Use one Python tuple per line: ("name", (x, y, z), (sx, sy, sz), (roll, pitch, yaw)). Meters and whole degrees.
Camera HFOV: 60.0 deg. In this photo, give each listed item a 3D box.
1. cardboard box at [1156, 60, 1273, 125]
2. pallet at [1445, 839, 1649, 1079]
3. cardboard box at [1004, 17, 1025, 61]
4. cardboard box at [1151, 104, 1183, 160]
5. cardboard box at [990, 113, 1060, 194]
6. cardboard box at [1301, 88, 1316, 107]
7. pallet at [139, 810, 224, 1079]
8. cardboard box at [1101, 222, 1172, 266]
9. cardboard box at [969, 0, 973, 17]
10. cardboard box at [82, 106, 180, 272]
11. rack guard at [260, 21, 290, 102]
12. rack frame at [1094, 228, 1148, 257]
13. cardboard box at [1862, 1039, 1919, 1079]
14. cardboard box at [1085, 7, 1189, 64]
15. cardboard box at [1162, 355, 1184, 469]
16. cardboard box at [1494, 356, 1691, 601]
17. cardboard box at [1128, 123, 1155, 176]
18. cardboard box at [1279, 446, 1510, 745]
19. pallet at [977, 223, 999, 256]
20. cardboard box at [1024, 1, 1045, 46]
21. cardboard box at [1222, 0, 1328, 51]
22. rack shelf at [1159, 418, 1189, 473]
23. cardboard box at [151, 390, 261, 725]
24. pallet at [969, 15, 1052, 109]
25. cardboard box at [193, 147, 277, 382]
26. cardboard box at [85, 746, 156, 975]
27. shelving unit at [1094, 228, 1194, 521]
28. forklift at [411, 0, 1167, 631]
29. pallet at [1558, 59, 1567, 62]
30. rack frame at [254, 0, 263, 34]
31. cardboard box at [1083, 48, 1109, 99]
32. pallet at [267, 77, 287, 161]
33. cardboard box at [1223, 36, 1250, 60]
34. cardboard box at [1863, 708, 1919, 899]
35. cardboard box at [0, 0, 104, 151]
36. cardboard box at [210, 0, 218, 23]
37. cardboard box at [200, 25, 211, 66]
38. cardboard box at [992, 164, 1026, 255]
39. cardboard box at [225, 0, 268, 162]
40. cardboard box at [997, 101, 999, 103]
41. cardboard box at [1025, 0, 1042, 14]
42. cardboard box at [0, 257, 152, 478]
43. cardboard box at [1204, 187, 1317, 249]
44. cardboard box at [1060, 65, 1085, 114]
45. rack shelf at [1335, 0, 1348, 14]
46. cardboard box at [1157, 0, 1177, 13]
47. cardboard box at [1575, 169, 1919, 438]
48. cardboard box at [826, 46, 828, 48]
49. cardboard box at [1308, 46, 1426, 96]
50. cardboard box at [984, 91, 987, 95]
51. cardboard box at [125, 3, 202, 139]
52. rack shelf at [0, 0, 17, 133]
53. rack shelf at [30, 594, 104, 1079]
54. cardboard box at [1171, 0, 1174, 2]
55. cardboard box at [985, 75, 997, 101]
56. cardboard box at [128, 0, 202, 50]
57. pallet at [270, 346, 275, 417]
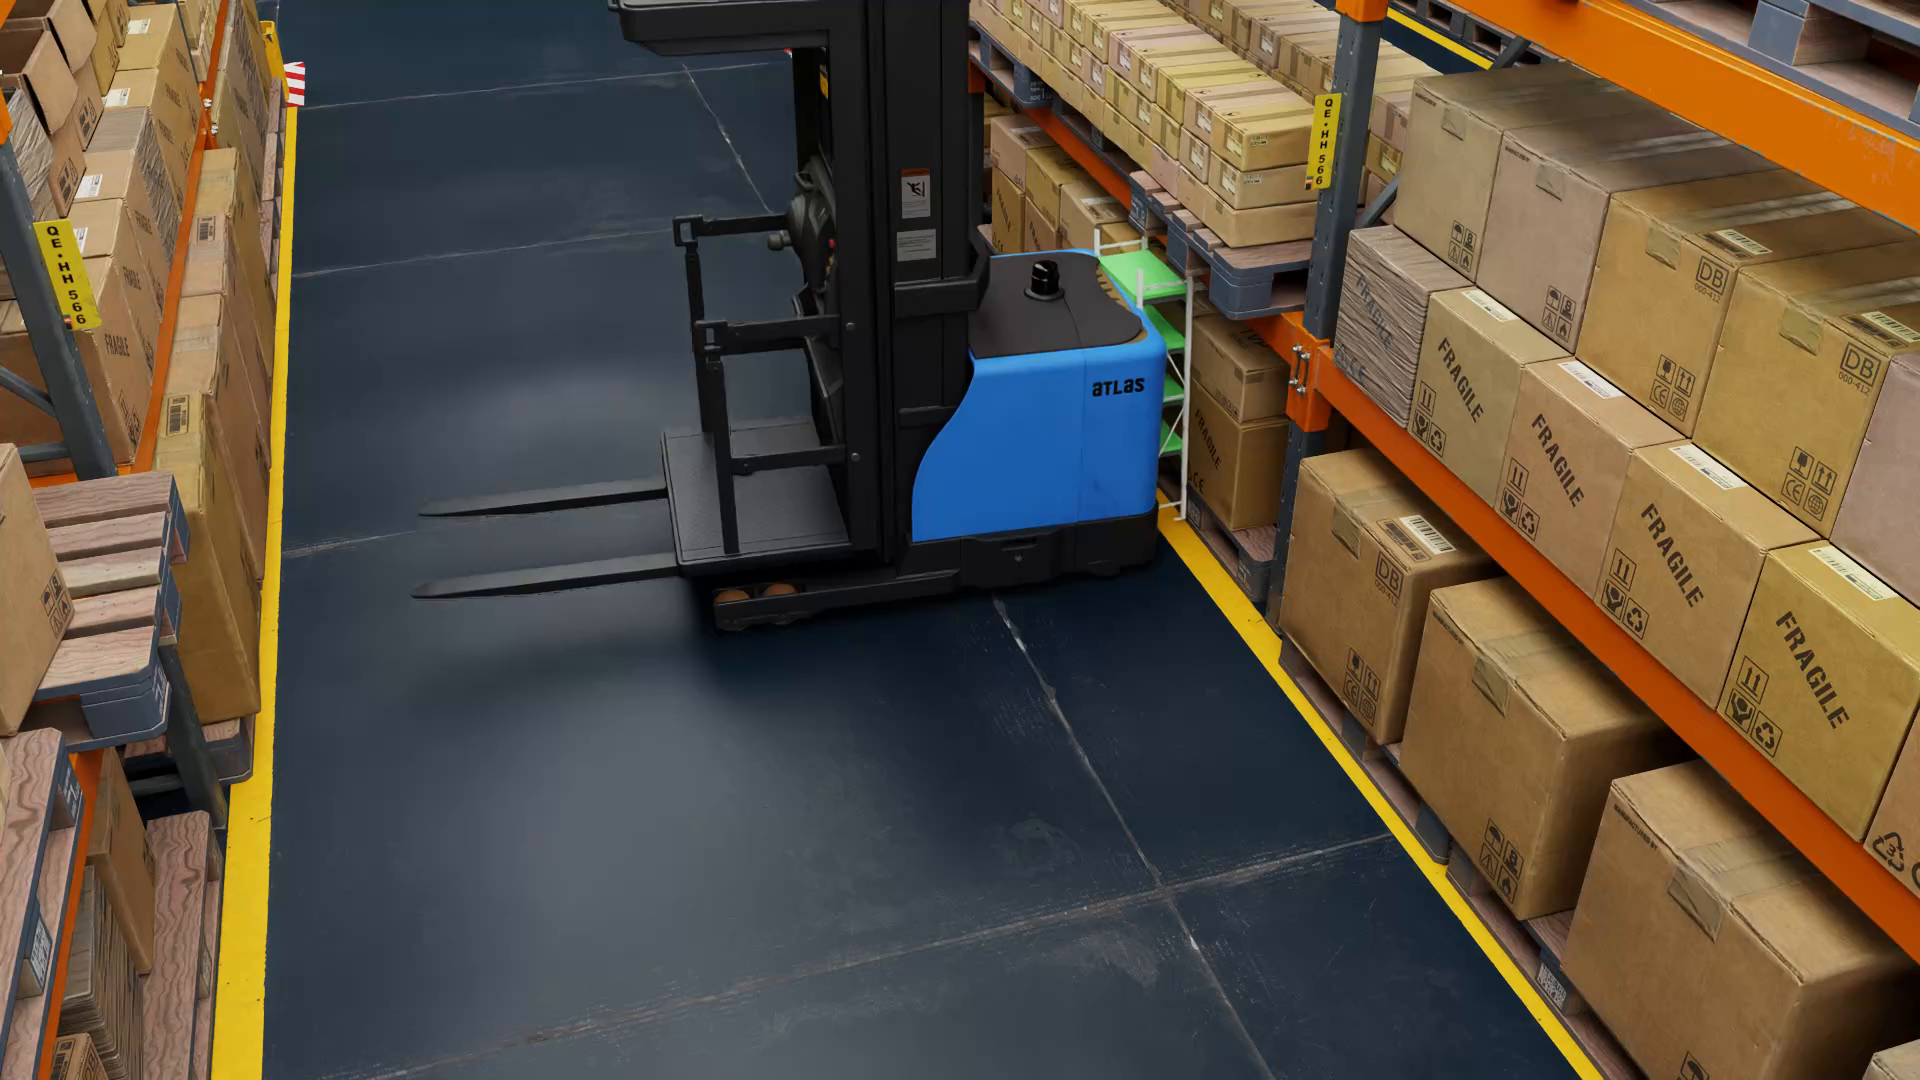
("cardboard box", (0.991, -1.746, 6.478), (0.380, 0.149, 0.250), (-9, 35, -13))
("pallet", (2.269, 1.252, 5.163), (1.003, 0.211, 1.213), (-10, 35, -15))
("cardboard box", (0.432, -2.455, 8.091), (0.380, 0.149, 0.250), (-10, 35, -14))
("cardboard box", (0.981, -1.632, 6.576), (0.380, 0.149, 0.250), (-9, 35, -14))
("cardboard box", (0.485, -2.090, 8.898), (0.500, 0.250, 0.500), (-12, 35, -17))
("cardboard box", (1.606, -1.741, 6.741), (0.380, 0.149, 0.250), (-11, 35, -16))
("pallet", (-2.786, 1.378, 4.973), (1.003, 0.211, 1.213), (-10, 35, -15))
("cardboard box", (0.969, -1.270, 7.657), (0.500, 0.250, 0.500), (-9, 35, -14))
("cardboard box", (0.193, -2.863, 8.709), (0.380, 0.149, 0.250), (-12, 35, -17))
("cardboard box", (-3.382, -1.340, 6.467), (0.500, 0.500, 0.500), (-10, 35, -15))
("rack guard", (-5.471, -3.366, 11.890), (1.175, 0.500, 0.348), (-10, 35, -15))
("rack frame", (0.712, -0.825, 7.390), (0.240, 1.200, 0.015), (-11, 32, -13))
("cardboard box", (2.677, 1.576, 3.804), (1.050, 0.750, 0.750), (-10, 35, -15))
("cardboard box", (0.753, -2.155, 7.098), (0.380, 0.149, 0.250), (-8, 34, -12))
("cardboard box", (1.127, -0.684, 7.451), (0.500, 0.500, 0.500), (-9, 34, -13))
("cardboard box", (1.922, -0.206, 4.751), (0.500, 0.500, 0.500), (-10, 35, -15))
("cardboard box", (0.918, -1.626, 6.837), (0.380, 0.149, 0.250), (-10, 35, -15))
("cardboard box", (1.832, 0.121, 6.006), (1.050, 0.750, 0.750), (-10, 35, -15))
("pallet", (0.750, -1.505, 9.337), (1.003, 0.211, 1.213), (-10, 35, -15))
("cardboard box", (0.518, -2.439, 7.797), (0.380, 0.149, 0.250), (-9, 34, -13))
("cardboard box", (1.373, -2.261, 7.258), (0.380, 0.149, 0.250), (-9, 35, -13))
("rack shelf", (0.794, -0.447, 7.345), (0.258, 0.148, 0.480), (-11, 32, -13))
("cardboard box", (-3.214, 0.149, 5.849), (1.225, 0.875, 0.875), (-12, 35, -17))
("pallet", (0.606, -2.571, 8.595), (1.003, 0.211, 1.213), (-10, 35, -15))
("cardboard box", (-4.029, -1.252, 7.971), (1.225, 0.875, 0.875), (-10, 35, -15))
("cardboard box", (-2.800, 1.012, 4.866), (0.700, 0.500, 0.500), (-12, 35, -17))
("shelving unit", (0.781, -0.707, 7.189), (0.258, 1.200, 0.503), (-11, 32, -13))
("forklift", (-0.744, -1.175, 6.370), (3.031, 2.935, 1.130), (-7, 34, -10))
("pallet", (5.037, -3.212, 11.919), (1.003, 0.211, 1.213), (-10, 35, -15))
("rack frame", (-5.463, -4.396, 11.182), (1.000, 3.000, 0.127), (-10, 35, -15))
("cardboard box", (0.752, -2.031, 7.180), (0.380, 0.149, 0.250), (-9, 35, -14))
("pallet", (-5.145, -2.826, 11.336), (1.003, 0.211, 1.213), (-10, 35, -15))
("cardboard box", (1.381, -2.135, 7.337), (0.380, 0.149, 0.250), (-10, 35, -15))
("cardboard box", (2.384, 0.587, 3.550), (0.500, 0.500, 0.500), (-10, 35, -15))
("cardboard box", (-3.638, -1.736, 6.156), (0.797, 0.503, 0.637), (-9, 34, -13))
("cardboard box", (-4.338, -2.951, 9.222), (0.380, 0.149, 0.250), (-10, 35, -15))
("cardboard box", (-4.097, -2.540, 8.602), (0.380, 0.149, 0.250), (-11, 35, -16))
("cardboard box", (0.484, -1.777, 9.105), (0.500, 0.500, 0.500), (-9, 34, -13))
("cardboard box", (-4.914, -2.885, 10.441), (0.875, 0.875, 0.875), (-10, 35, -15))
("cardboard box", (0.355, -2.813, 10.721), (0.380, 0.149, 0.250), (-12, 35, -17))
("cardboard box", (0.512, -2.565, 7.719), (0.380, 0.149, 0.250), (-10, 35, -15))
("cardboard box", (-2.912, -0.539, 5.254), (0.500, 0.500, 0.500), (-9, 35, -13))
("cardboard box", (1.143, -1.229, 6.236), (0.380, 0.149, 0.250), (-9, 35, -14))
("cardboard box", (0.671, -2.046, 7.472), (0.380, 0.149, 0.250), (-12, 35, -17))
("rack shelf", (1.121, -2.978, 6.968), (1.077, 0.370, 4.000), (-10, 35, -15))
("cardboard box", (1.141, -2.547, 7.961), (0.380, 0.149, 0.250), (-12, 35, -17))
("cardboard box", (2.173, -0.664, 4.537), (0.700, 0.500, 0.500), (-11, 35, -15))
("cardboard box", (-0.854, -3.834, 12.537), (0.380, 0.149, 0.250), (-9, 35, -14))
("cardboard box", (1.620, -1.841, 6.623), (0.380, 0.149, 0.250), (-10, 35, -15))
("cardboard box", (-0.044, -2.711, 10.297), (0.380, 0.149, 0.250), (-10, 35, -15))
("cardboard box", (-3.840, -2.138, 7.674), (0.500, 0.500, 0.500), (-10, 35, -15))
("rack shelf", (-3.633, -2.197, 5.786), (1.077, 0.370, 4.000), (-10, 35, -15))
("rack shelf", (-2.413, 1.154, 3.435), (1.077, 0.370, 4.000), (-10, 35, -15))
("cardboard box", (1.131, -2.673, 7.882), (0.380, 0.149, 0.250), (-11, 35, -16))
("cardboard box", (0.351, -2.939, 10.642), (0.380, 0.149, 0.250), (-11, 35, -16))
("cardboard box", (-4.137, -2.648, 8.403), (0.500, 0.250, 0.500), (-11, 35, -16))
("pallet", (-3.936, -0.740, 8.179), (1.003, 0.211, 1.213), (-10, 35, -15))
